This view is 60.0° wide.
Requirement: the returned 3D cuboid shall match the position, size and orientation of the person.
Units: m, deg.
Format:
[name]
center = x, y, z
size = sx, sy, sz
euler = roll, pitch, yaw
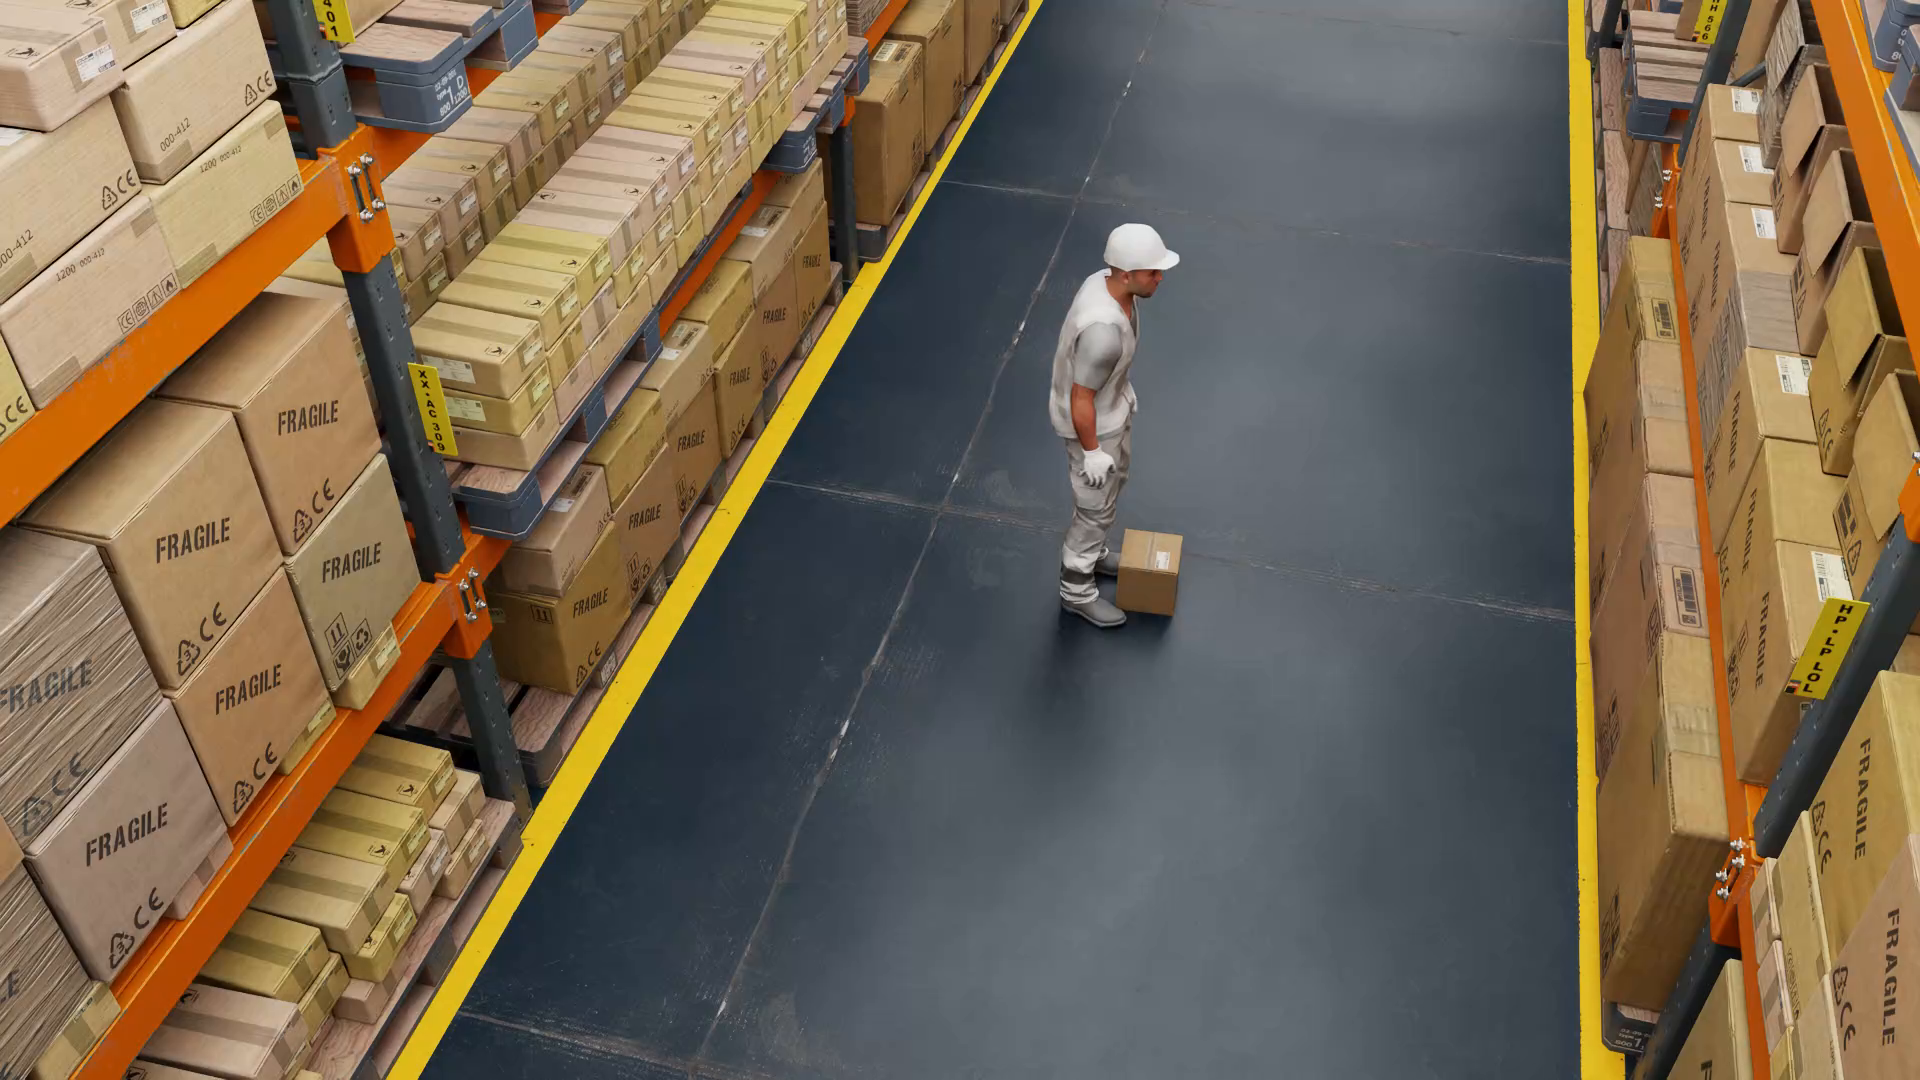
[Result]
[person]
center = 0.589, -0.475, 6.700
size = 0.452, 1.778, 0.606
euler = 10, 42, 11
